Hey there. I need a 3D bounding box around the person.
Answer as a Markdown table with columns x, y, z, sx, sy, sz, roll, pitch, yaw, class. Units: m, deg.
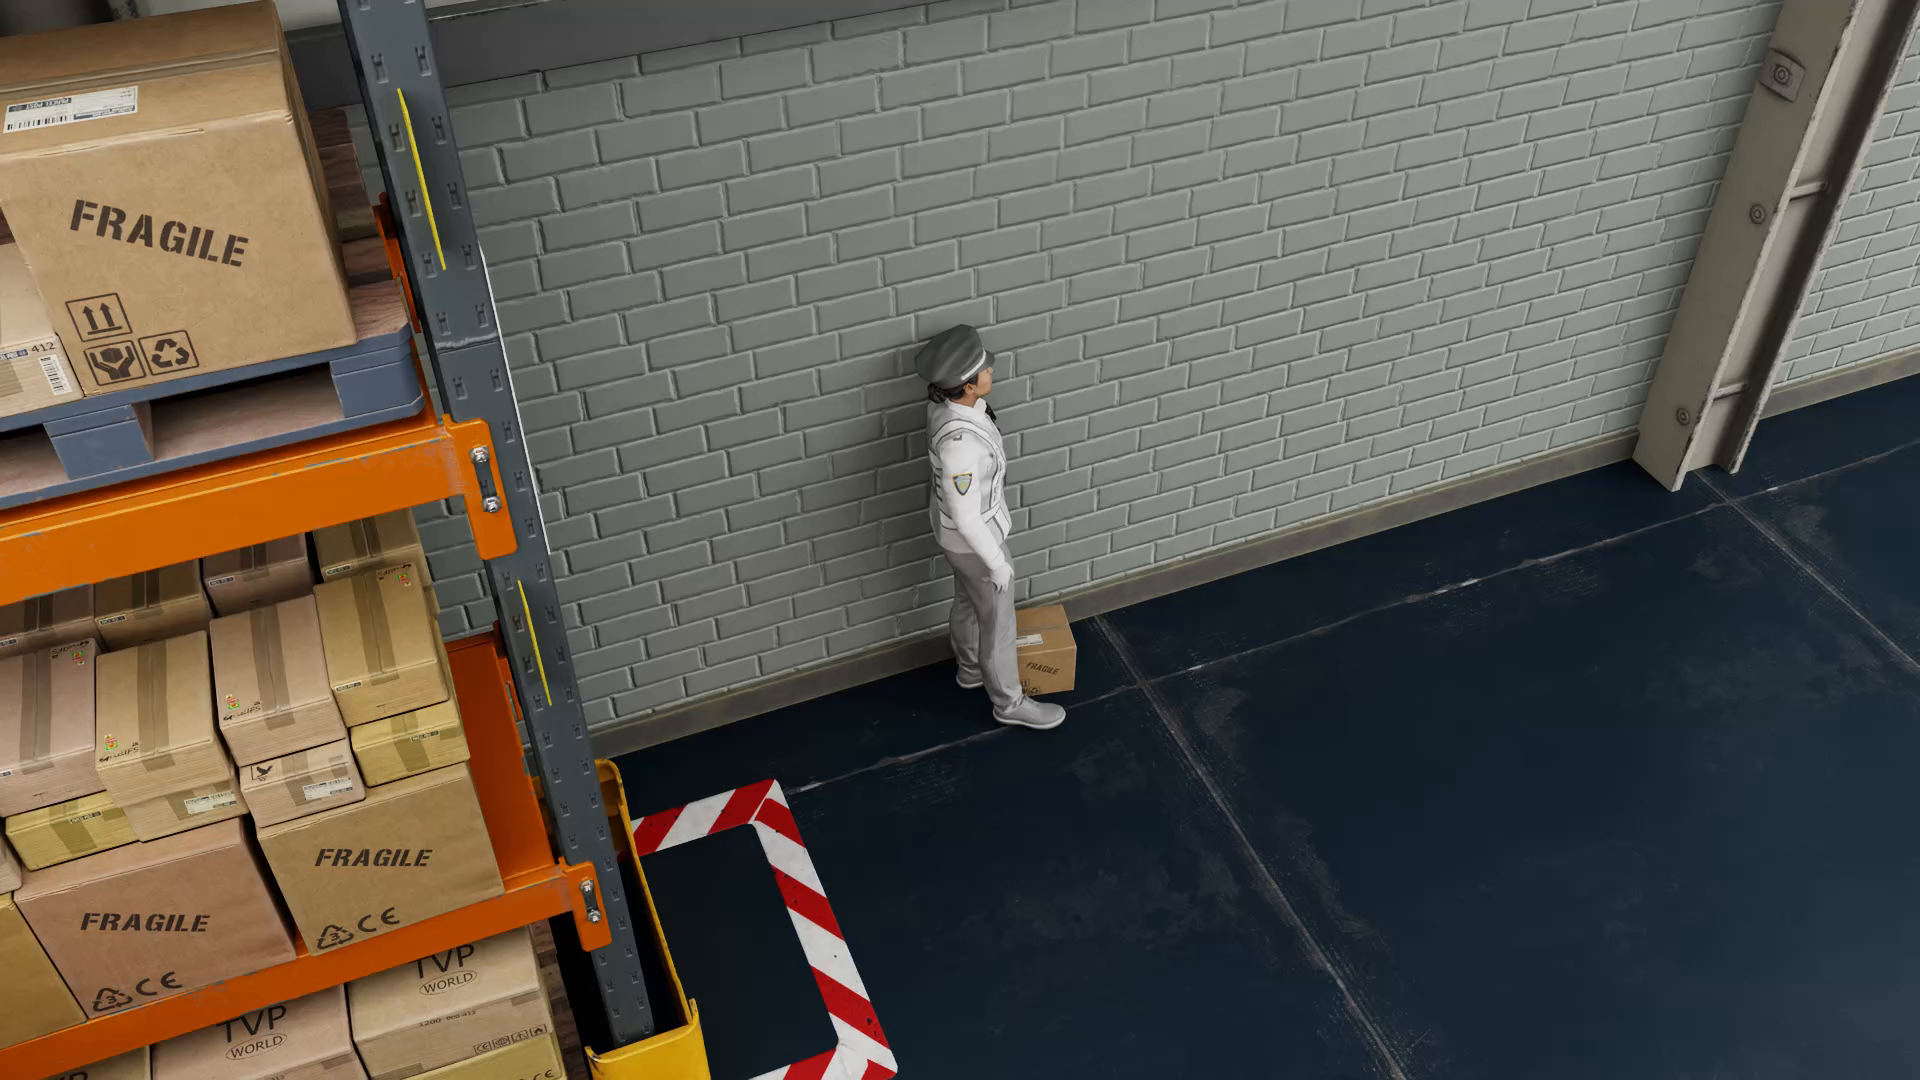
| x | y | z | sx | sy | sz | roll | pitch | yaw | class |
| --- | --- | --- | --- | --- | --- | --- | --- | --- | --- |
| 0.117 | -0.052 | 6.180 | 0.529 | 1.694 | 0.587 | -6 | 42 | -7 | person |
